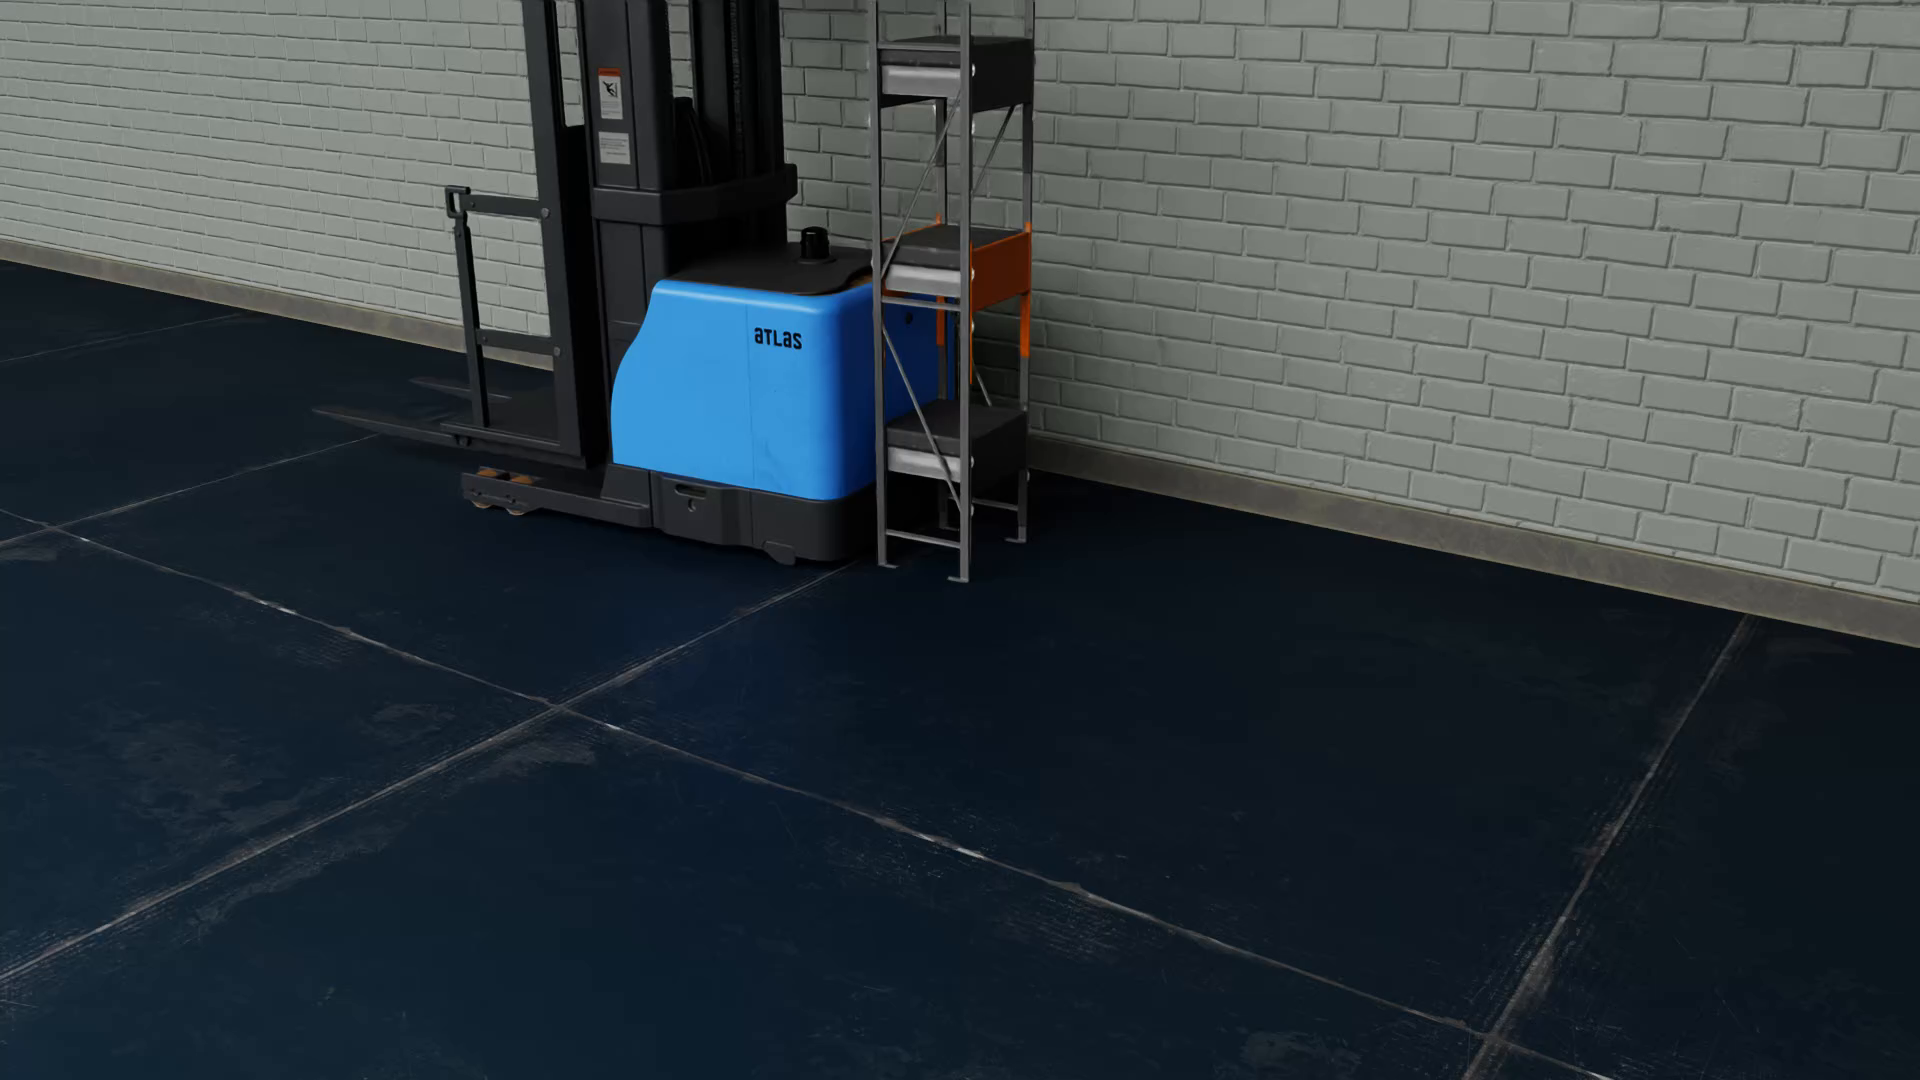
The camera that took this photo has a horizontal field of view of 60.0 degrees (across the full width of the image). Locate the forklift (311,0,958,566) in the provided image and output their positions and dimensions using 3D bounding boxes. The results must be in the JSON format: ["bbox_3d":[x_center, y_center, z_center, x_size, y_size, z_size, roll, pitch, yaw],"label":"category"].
[{"bbox_3d":[-1.549,-1.624,6.932,3.031,2.935,1.130,11,23,27],"label":"forklift"}]

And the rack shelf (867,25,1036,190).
[{"bbox_3d":[-0.024,-1.572,6.009,0.431,0.518,0.480,11,23,27],"label":"rack shelf"}]

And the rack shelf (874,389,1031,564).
[{"bbox_3d":[-0.024,-0.259,6.495,0.431,0.518,0.480,11,23,27],"label":"rack shelf"}]

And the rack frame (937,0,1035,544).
[{"bbox_3d":[0.092,-1.002,6.448,0.400,2.100,0.015,11,23,27],"label":"rack frame"}]

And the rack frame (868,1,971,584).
[{"bbox_3d":[-0.141,-0.854,6.046,0.400,2.100,0.015,11,23,27],"label":"rack frame"}]

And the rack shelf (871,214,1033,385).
[{"bbox_3d":[-0.024,-0.915,6.252,0.431,0.518,0.480,11,23,27],"label":"rack shelf"}]

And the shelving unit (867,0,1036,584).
[{"bbox_3d":[-0.024,-0.928,6.247,0.431,2.100,0.503,11,23,27],"label":"shelving unit"}]
